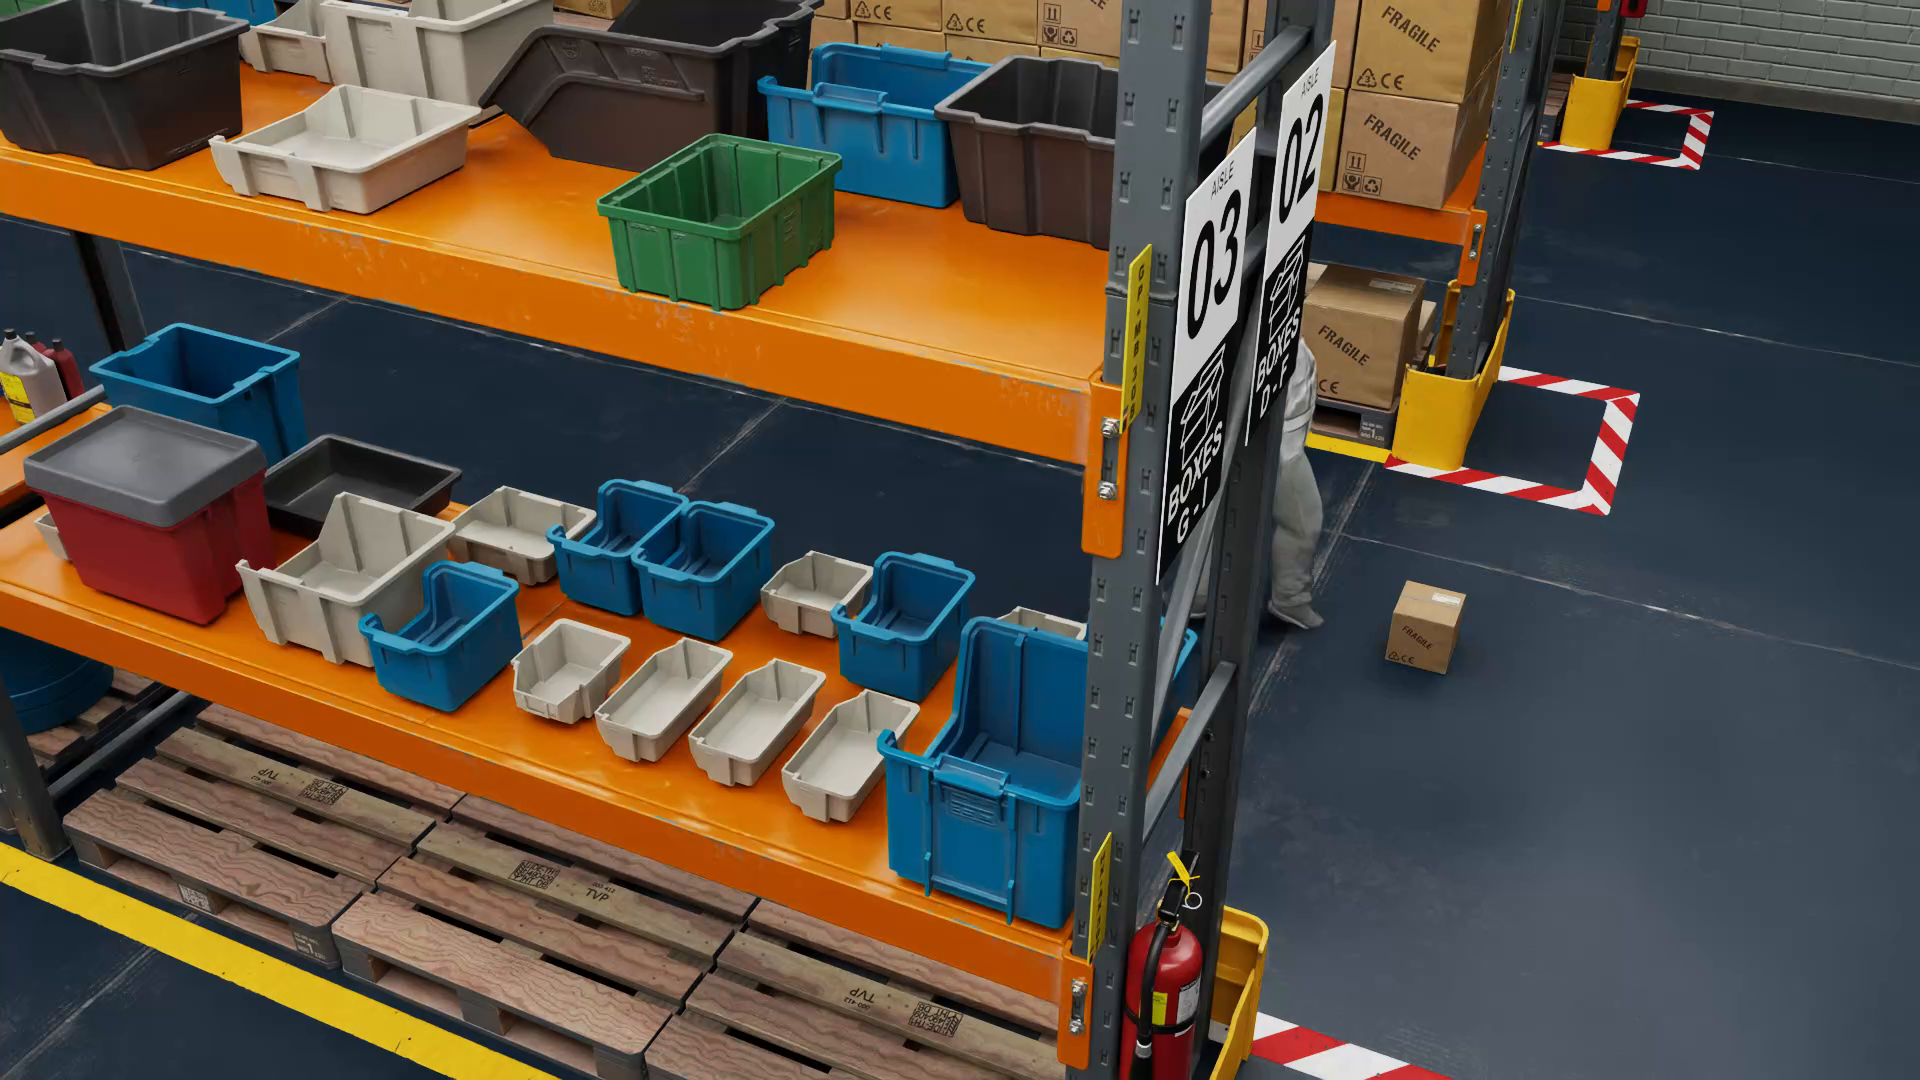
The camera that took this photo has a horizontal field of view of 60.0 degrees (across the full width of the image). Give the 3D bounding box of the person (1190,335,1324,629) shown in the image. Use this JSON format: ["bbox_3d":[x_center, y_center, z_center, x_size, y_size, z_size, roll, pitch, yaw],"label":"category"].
[{"bbox_3d":[1.268,-0.389,6.765,0.610,1.847,0.555,-14,36,-20],"label":"person"}]
